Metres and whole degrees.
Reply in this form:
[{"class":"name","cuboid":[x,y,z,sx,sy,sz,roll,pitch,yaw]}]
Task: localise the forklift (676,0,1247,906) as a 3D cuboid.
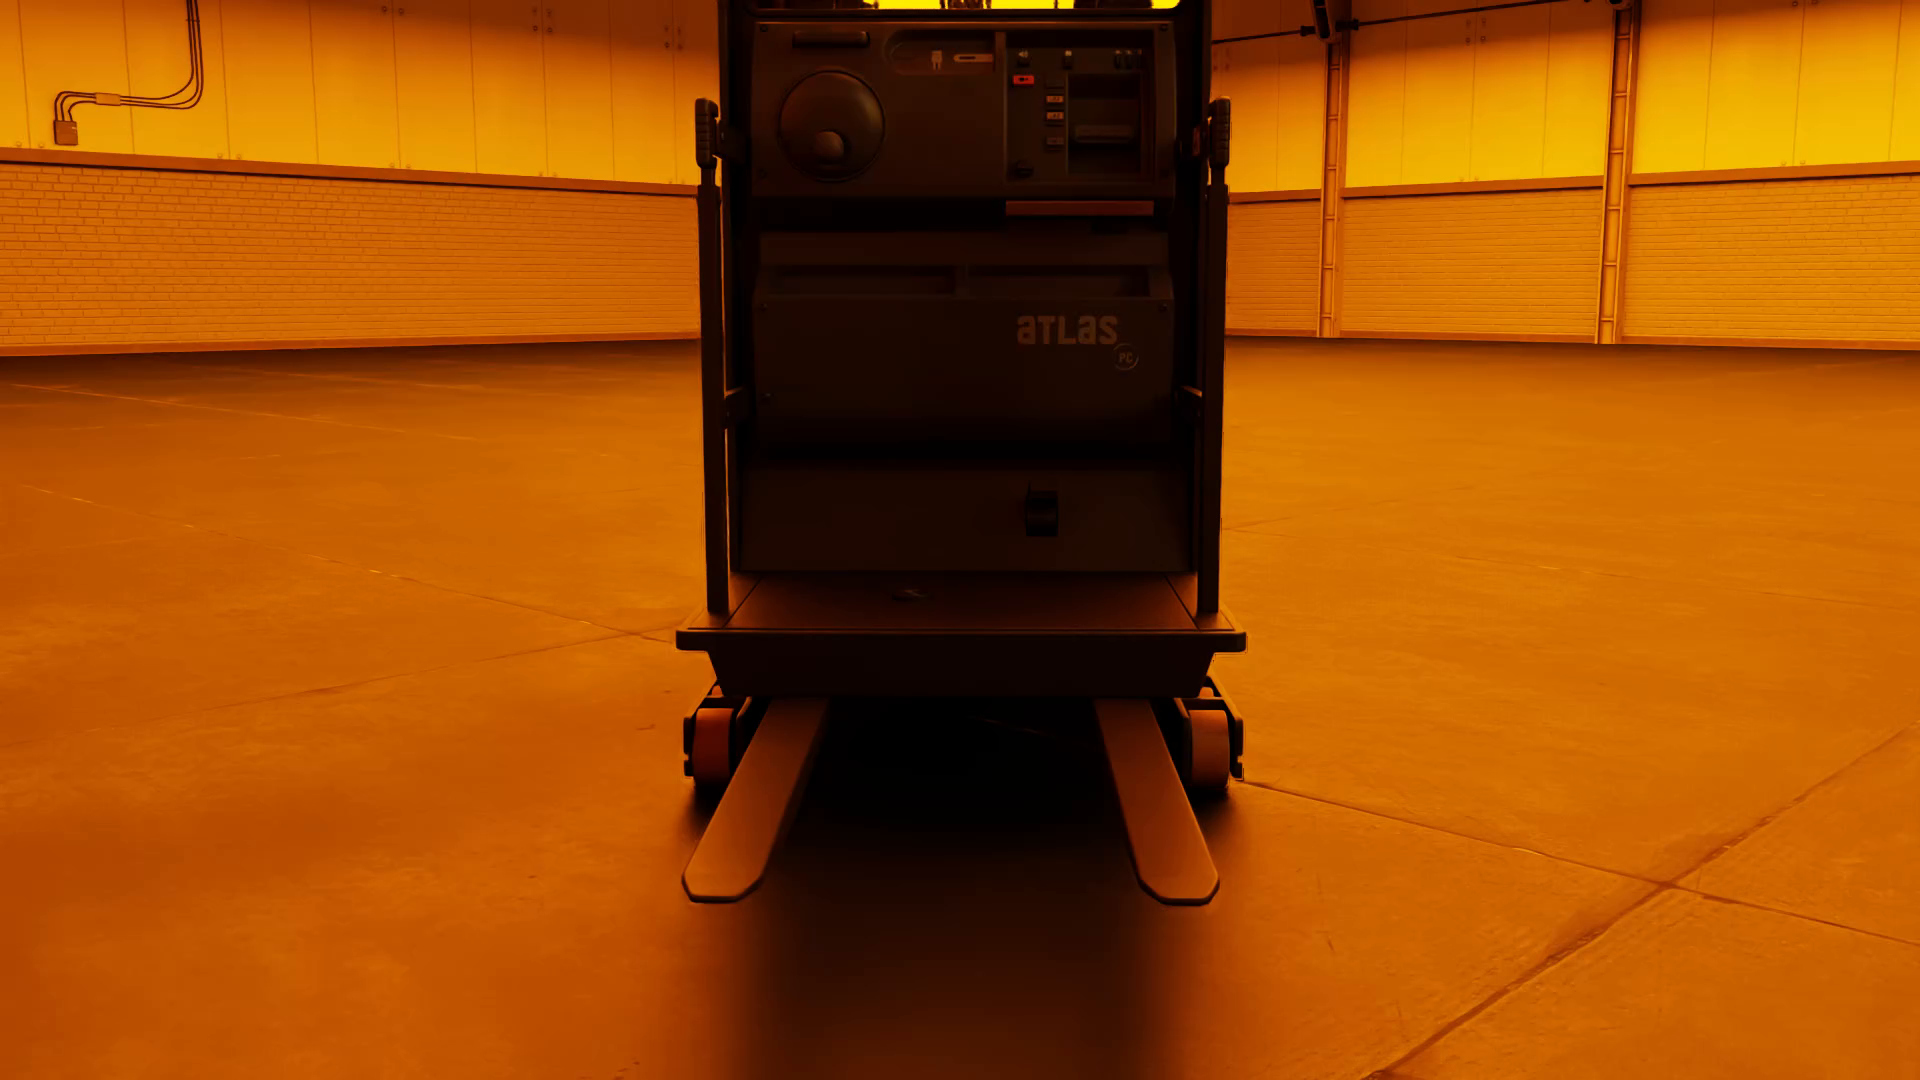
[{"class":"forklift","cuboid":[0.007,-0.991,3.454,1.130,2.935,3.031,0,9,1]}]
